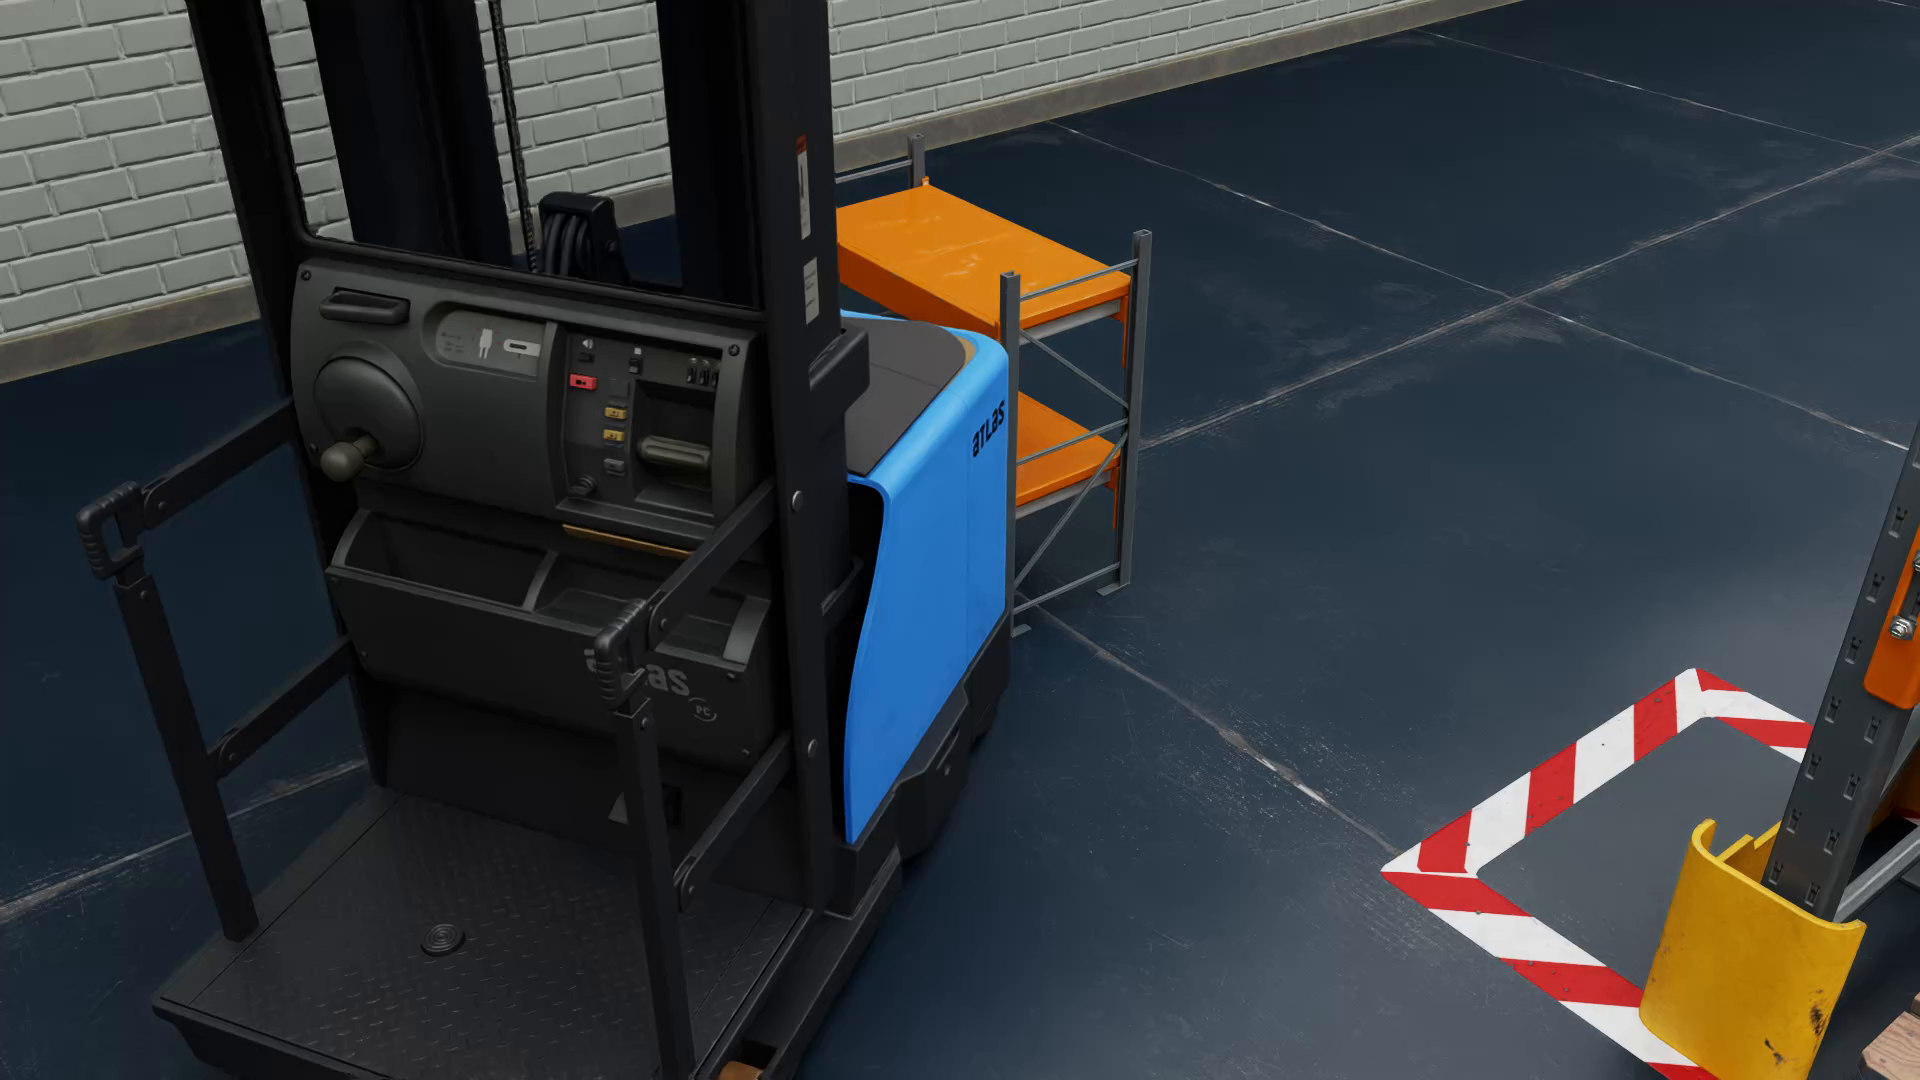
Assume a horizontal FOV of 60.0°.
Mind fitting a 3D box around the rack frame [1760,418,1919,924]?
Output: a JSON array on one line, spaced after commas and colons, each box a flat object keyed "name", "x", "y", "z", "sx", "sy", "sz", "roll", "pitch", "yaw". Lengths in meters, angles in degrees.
[{"name": "rack frame", "x": 2.032, "y": -0.359, "z": 2.984, "sx": 1.000, "sy": 3.000, "sz": 0.127, "roll": -22, "pitch": 38, "yaw": -31}]

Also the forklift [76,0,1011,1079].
[{"name": "forklift", "x": -0.872, "y": -0.195, "z": 2.786, "sx": 1.130, "sy": 2.935, "sz": 3.031, "roll": 12, "pitch": 34, "yaw": 18}]

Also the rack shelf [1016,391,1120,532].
[{"name": "rack shelf", "x": -0.004, "y": -0.273, "z": 5.087, "sx": 0.538, "sy": 0.278, "sz": 1.000, "roll": -22, "pitch": 38, "yaw": -31}]

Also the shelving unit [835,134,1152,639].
[{"name": "shelving unit", "x": -0.004, "y": -0.481, "z": 4.958, "sx": 0.538, "sy": 1.125, "sz": 1.048, "roll": -22, "pitch": 38, "yaw": -31}]

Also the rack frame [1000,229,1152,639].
[{"name": "rack frame", "x": 0.308, "y": -0.269, "z": 4.617, "sx": 0.500, "sy": 1.125, "sz": 0.032, "roll": -22, "pitch": 38, "yaw": -31}]

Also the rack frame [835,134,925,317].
[{"name": "rack frame", "x": -0.316, "y": -0.693, "z": 5.299, "sx": 0.500, "sy": 1.125, "sz": 0.032, "roll": -22, "pitch": 38, "yaw": -31}]

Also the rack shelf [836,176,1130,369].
[{"name": "rack shelf", "x": -0.004, "y": -0.729, "z": 4.803, "sx": 0.538, "sy": 0.278, "sz": 1.000, "roll": -22, "pitch": 38, "yaw": -31}]

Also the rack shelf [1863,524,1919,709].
[{"name": "rack shelf", "x": 3.259, "y": 0.781, "z": 1.832, "sx": 1.077, "sy": 0.370, "sz": 4.000, "roll": -22, "pitch": 38, "yaw": -31}]

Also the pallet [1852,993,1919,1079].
[{"name": "pallet", "x": 2.507, "y": 1.182, "z": 3.146, "sx": 1.003, "sy": 0.211, "sz": 1.213, "roll": -22, "pitch": 38, "yaw": -31}]

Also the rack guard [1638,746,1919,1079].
[{"name": "rack guard", "x": 2.007, "y": 0.698, "z": 3.653, "sx": 1.175, "sy": 0.500, "sz": 0.348, "roll": -22, "pitch": 38, "yaw": -31}]
